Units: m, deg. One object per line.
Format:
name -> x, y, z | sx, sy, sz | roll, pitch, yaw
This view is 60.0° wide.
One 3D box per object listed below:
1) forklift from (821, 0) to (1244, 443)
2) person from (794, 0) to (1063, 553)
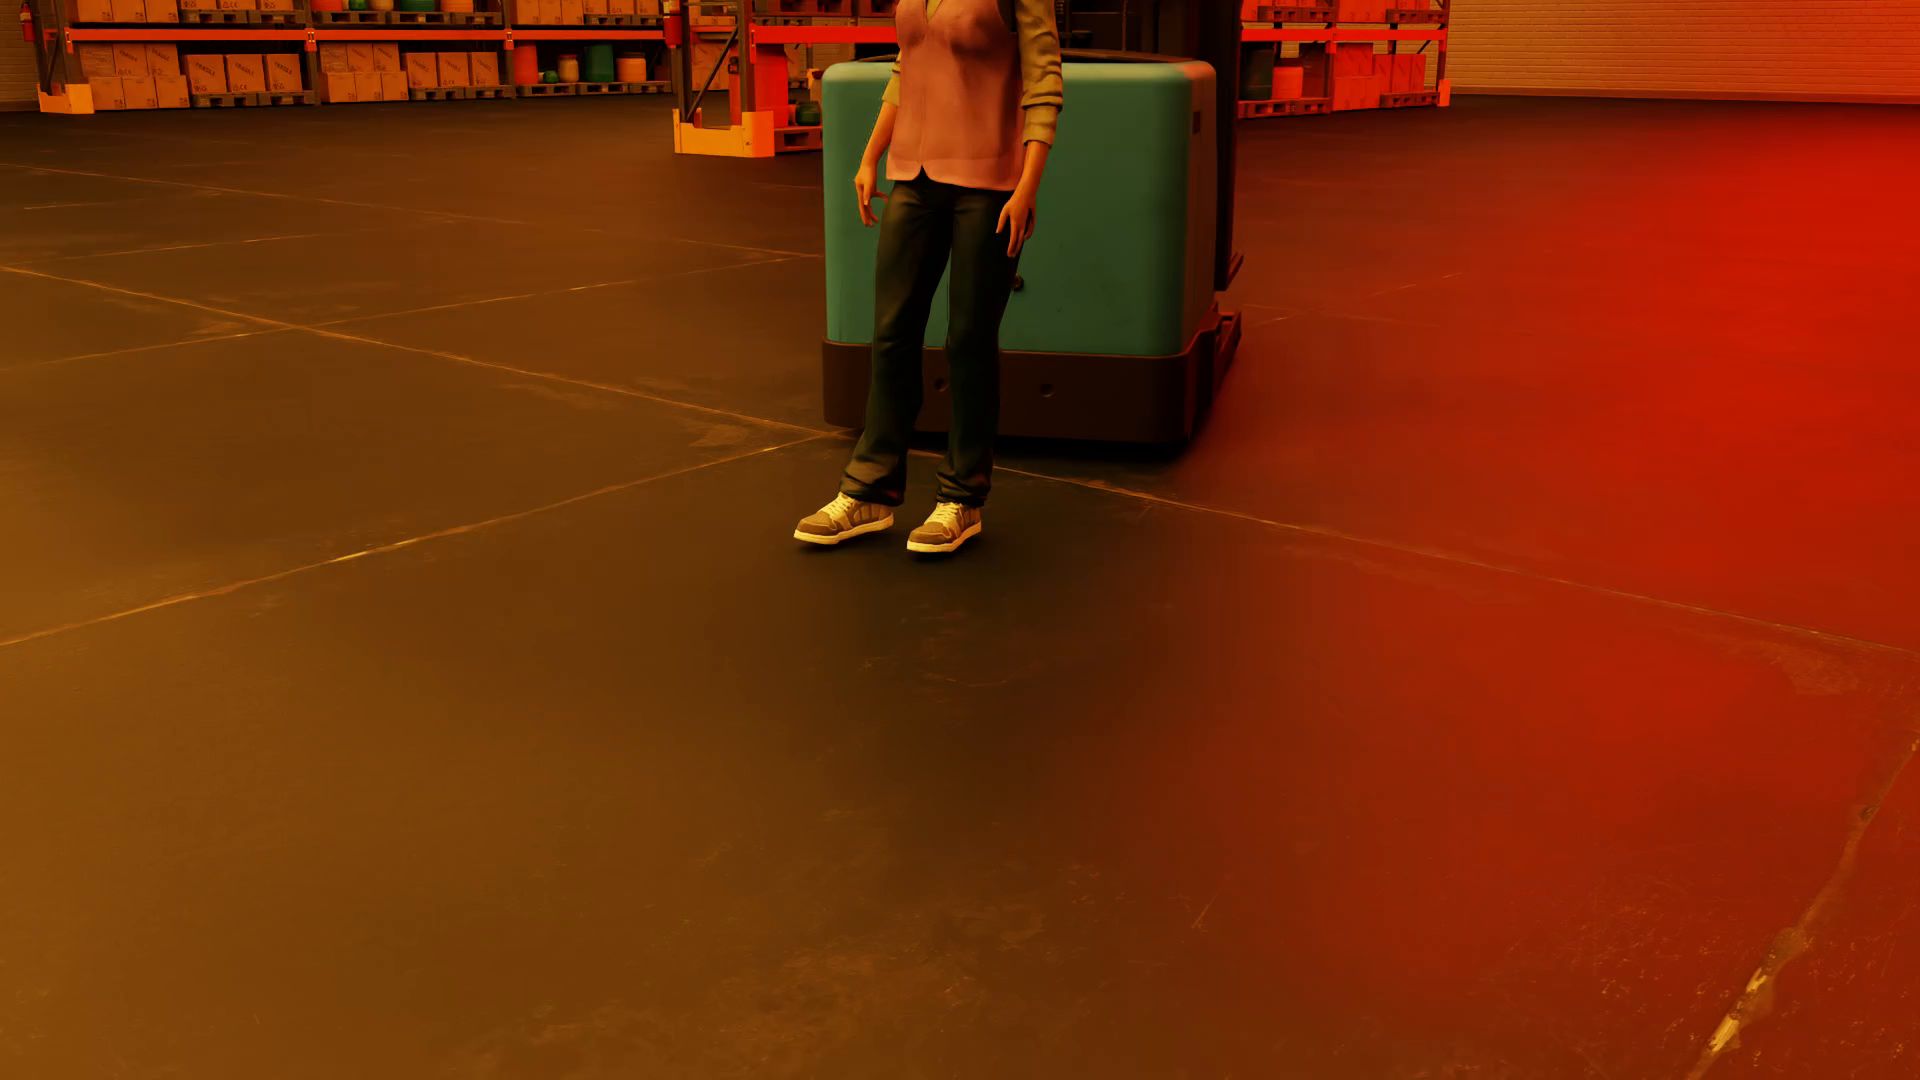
forklift -> 0.439, -2.055, 5.666 | 1.130, 2.935, 3.031 | 4, 17, 13
person -> -0.058, -0.758, 3.662 | 0.519, 1.598, 0.475 | 13, 21, 37
